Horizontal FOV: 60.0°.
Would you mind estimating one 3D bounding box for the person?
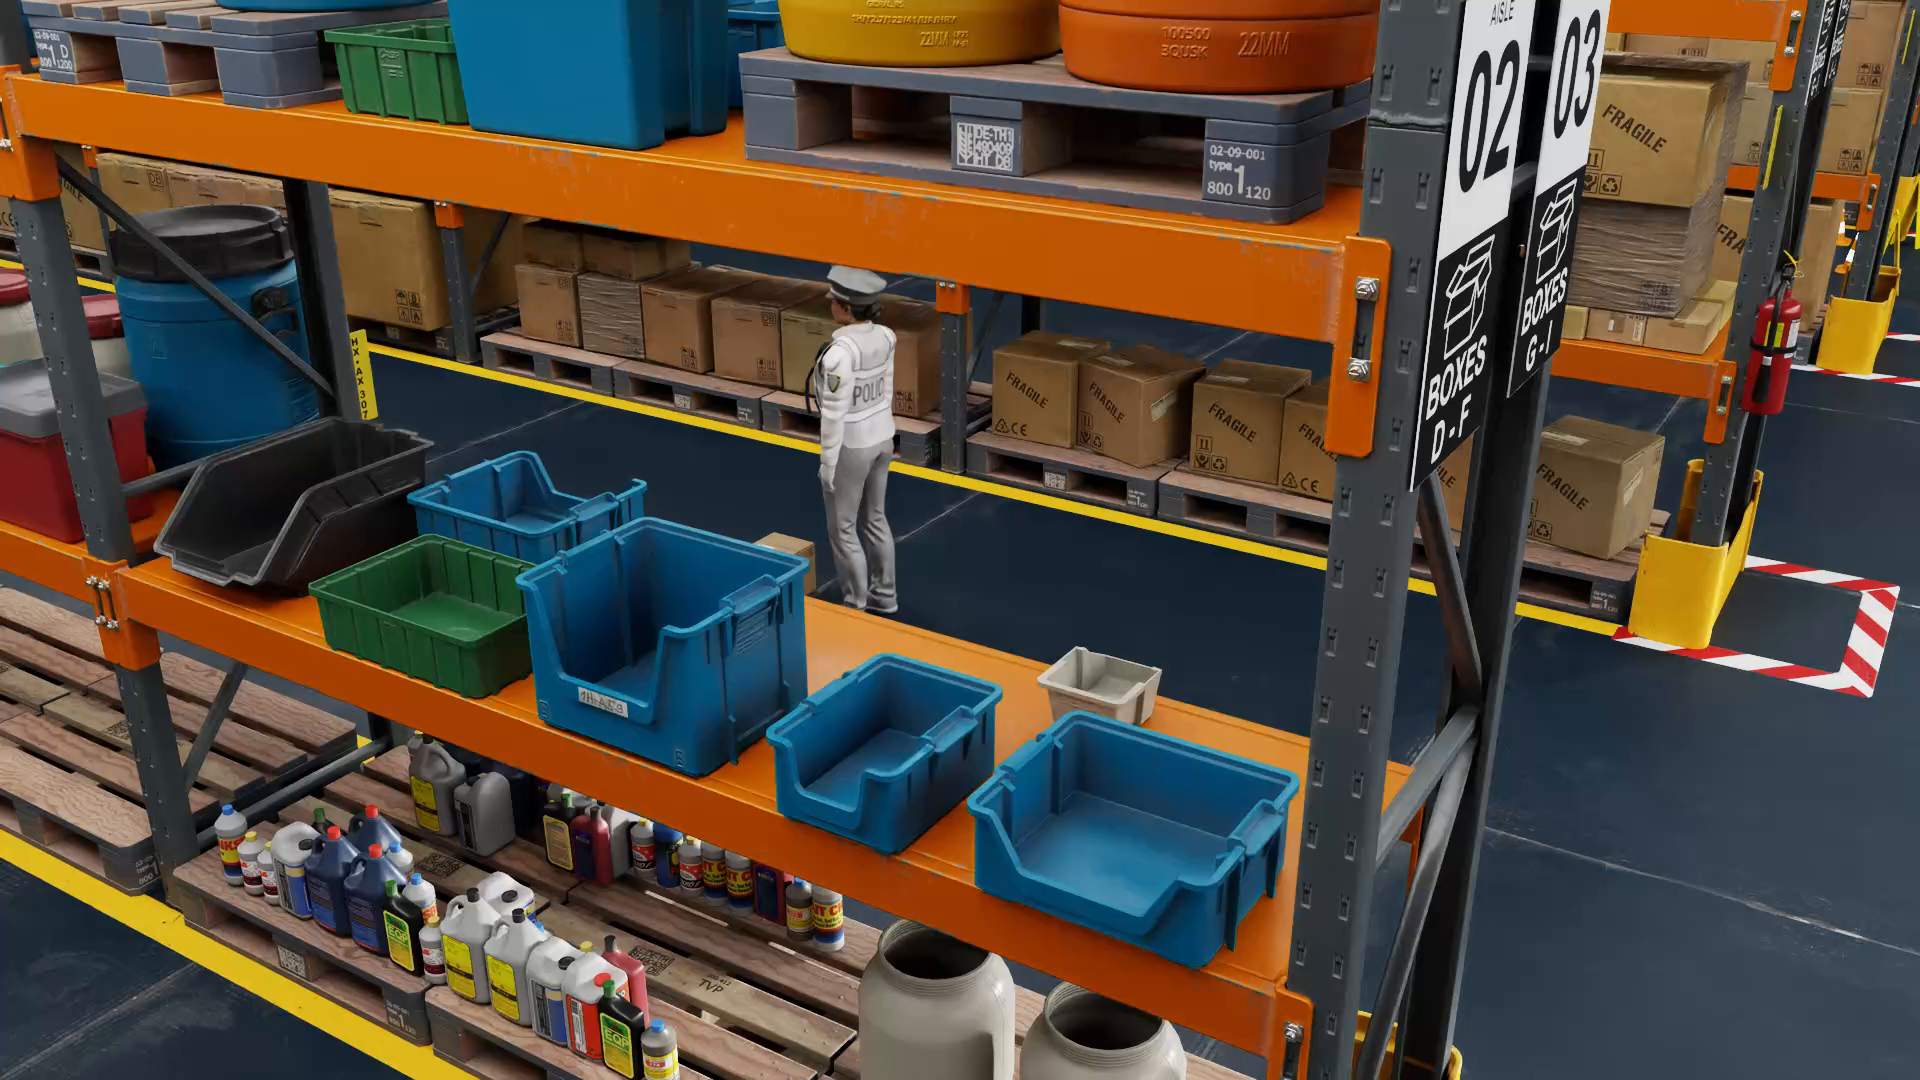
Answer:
[{"bbox_3d":[-0.480,-0.397,7.538,0.330,1.712,0.472,14,27,30],"label":"person"}]
